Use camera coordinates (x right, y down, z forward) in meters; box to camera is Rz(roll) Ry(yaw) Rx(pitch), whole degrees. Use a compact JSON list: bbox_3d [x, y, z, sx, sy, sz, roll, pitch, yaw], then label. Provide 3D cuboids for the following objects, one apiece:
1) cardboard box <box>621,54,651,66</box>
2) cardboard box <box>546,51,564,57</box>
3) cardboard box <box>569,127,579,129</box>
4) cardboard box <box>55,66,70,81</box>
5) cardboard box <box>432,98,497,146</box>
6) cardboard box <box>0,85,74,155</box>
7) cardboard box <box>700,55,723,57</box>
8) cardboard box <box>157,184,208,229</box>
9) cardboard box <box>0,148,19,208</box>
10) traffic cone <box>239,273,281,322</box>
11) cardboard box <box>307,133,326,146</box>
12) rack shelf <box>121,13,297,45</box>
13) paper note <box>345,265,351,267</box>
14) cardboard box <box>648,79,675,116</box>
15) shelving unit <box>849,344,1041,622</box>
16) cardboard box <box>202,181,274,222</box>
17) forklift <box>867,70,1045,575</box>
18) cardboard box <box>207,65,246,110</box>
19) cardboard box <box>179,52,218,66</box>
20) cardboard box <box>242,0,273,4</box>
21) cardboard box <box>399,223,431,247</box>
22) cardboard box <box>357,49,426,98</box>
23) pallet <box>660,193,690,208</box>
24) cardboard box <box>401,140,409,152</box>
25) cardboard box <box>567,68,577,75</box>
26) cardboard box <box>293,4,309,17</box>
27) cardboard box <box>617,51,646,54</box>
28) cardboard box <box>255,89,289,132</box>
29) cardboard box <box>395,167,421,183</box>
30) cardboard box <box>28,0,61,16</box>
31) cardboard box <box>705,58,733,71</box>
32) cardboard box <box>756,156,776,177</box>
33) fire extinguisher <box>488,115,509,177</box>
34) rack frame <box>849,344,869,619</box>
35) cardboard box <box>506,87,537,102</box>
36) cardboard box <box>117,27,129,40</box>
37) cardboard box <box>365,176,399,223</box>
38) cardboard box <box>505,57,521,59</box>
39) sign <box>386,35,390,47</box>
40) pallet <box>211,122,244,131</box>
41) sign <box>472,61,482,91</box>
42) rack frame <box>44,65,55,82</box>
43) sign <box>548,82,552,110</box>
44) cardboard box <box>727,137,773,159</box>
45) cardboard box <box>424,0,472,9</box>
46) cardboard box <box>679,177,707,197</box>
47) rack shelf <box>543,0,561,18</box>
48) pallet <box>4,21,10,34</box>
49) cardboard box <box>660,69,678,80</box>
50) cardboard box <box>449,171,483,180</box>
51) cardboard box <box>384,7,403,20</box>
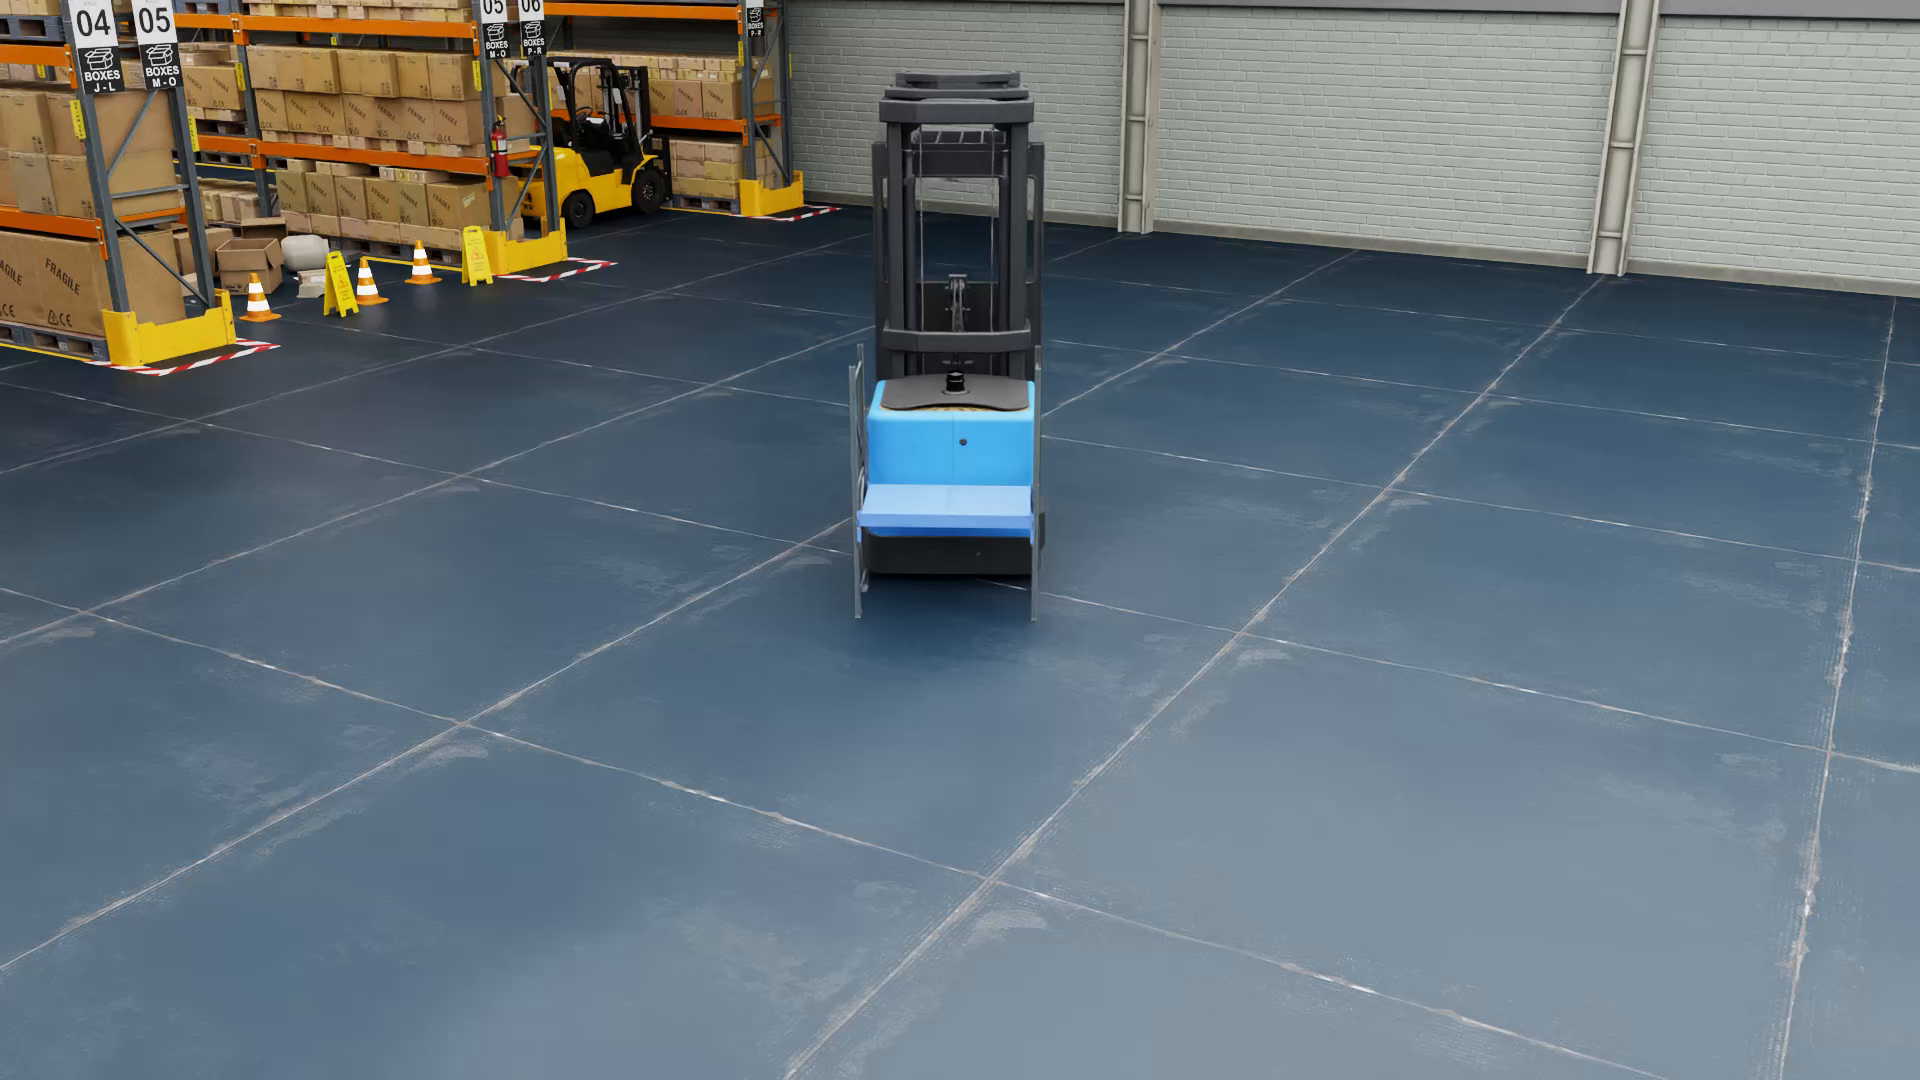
[{"bbox_3d":[-4.688,-6.951,24.095,0.250,0.149,0.380,11,23,28],"label":"cardboard box"},{"bbox_3d":[-6.077,-7.178,24.720,0.250,0.149,0.380,11,23,28],"label":"cardboard box"},{"bbox_3d":[-5.687,-6.178,25.448,0.500,0.250,0.500,11,23,28],"label":"cardboard box"},{"bbox_3d":[-11.840,-6.255,22.511,0.500,0.500,0.500,10,22,26],"label":"cardboard box"},{"bbox_3d":[-5.744,-4.879,19.334,0.500,0.500,0.500,10,22,26],"label":"cardboard box"},{"bbox_3d":[-8.292,-3.909,15.439,0.550,0.550,0.875,11,23,27],"label":"cardboard box"},{"bbox_3d":[-3.566,-6.912,23.988,0.250,0.149,0.380,11,23,28],"label":"cardboard box"},{"bbox_3d":[-9.470,-3.995,20.035,0.500,0.500,0.500,11,23,27],"label":"cardboard box"},{"bbox_3d":[-8.727,-3.528,15.972,0.550,0.550,0.875,11,23,27],"label":"cardboard box"},{"bbox_3d":[-7.233,-2.512,17.112,0.334,0.463,0.336,11,23,27],"label":"traffic cone"},{"bbox_3d":[-7.818,-4.970,20.536,0.250,0.149,0.380,12,23,29],"label":"cardboard box"},{"bbox_3d":[-10.374,-6.754,21.741,4.000,0.370,1.077,11,23,27],"label":"rack shelf"},{"bbox_3d":[-7.358,-3.268,19.830,0.148,0.019,0.142,3,20,9],"label":"paper note"},{"bbox_3d":[-4.172,-6.387,23.928,0.500,0.500,0.500,10,22,26],"label":"cardboard box"},{"bbox_3d":[-0.072,-0.328,9.552,1.048,1.500,0.538,1,21,2],"label":"shelving unit"},{"bbox_3d":[-9.717,-4.516,22.155,0.625,0.372,0.950,12,23,31],"label":"cardboard box"},{"bbox_3d":[-0.005,-1.619,11.030,1.130,2.935,3.031,0,20,1],"label":"forklift"},{"bbox_3d":[-9.144,-5.742,21.097,0.500,0.500,0.500,10,22,26],"label":"cardboard box"},{"bbox_3d":[-9.749,-6.159,21.295,0.250,0.149,0.380,10,22,26],"label":"cardboard box"},{"bbox_3d":[-8.378,-6.674,20.250,0.500,0.250,0.500,10,22,26],"label":"cardboard box"},{"bbox_3d":[-6.422,-3.732,20.170,0.500,0.250,0.500,11,23,27],"label":"cardboard box"},{"bbox_3d":[-6.622,-5.501,19.583,0.500,0.500,0.700,10,22,27],"label":"cardboard box"},{"bbox_3d":[-4.468,-5.169,24.806,1.213,0.211,1.003,11,23,27],"label":"pallet"},{"bbox_3d":[-6.450,-4.741,19.904,0.250,0.149,0.380,11,23,28],"label":"cardboard box"},{"bbox_3d":[-5.593,-6.971,24.585,0.250,0.149,0.380,11,23,27],"label":"cardboard box"},{"bbox_3d":[-7.805,-6.394,20.064,0.250,0.149,0.380,12,23,29],"label":"cardboard box"},{"bbox_3d":[-4.883,-7.190,24.753,0.250,0.149,0.380,10,22,26],"label":"cardboard box"},{"bbox_3d":[-8.380,-5.380,20.715,0.500,0.500,0.500,11,23,27],"label":"cardboard box"},{"bbox_3d":[-6.534,-4.386,19.922,0.250,0.149,0.380,11,23,28],"label":"cardboard box"},{"bbox_3d":[-7.918,-4.684,14.587,0.250,0.149,0.380,11,23,27],"label":"cardboard box"},{"bbox_3d":[-3.365,-6.683,23.355,0.250,0.149,0.380,11,23,27],"label":"cardboard box"},{"bbox_3d":[-3.028,-5.442,24.153,0.500,0.250,0.500,11,23,28],"label":"cardboard box"},{"bbox_3d":[-5.261,-4.491,18.962,0.183,0.674,0.296,11,23,27],"label":"fire extinguisher"},{"bbox_3d":[-0.580,-0.335,9.572,0.032,1.500,0.500,1,21,2],"label":"rack frame"},{"bbox_3d":[-6.778,-6.763,25.330,0.500,0.250,0.500,11,23,29],"label":"cardboard box"},{"bbox_3d":[-15.113,-8.840,29.520,0.500,0.500,0.500,11,23,29],"label":"cardboard box"},{"bbox_3d":[-6.857,-4.169,20.275,0.500,0.500,0.500,10,22,26],"label":"cardboard box"},{"bbox_3d":[-6.839,-7.404,25.779,0.250,0.149,0.380,11,23,27],"label":"cardboard box"},{"bbox_3d":[-9.435,-8.203,27.382,0.005,0.325,0.100,11,23,27],"label":"sign"},{"bbox_3d":[-10.372,-5.607,22.206,1.213,0.211,1.003,11,23,27],"label":"pallet"},{"bbox_3d":[-5.424,-5.215,18.681,0.005,0.325,0.100,11,23,27],"label":"sign"},{"bbox_3d":[-12.120,-6.014,23.047,0.127,3.000,1.000,11,23,27],"label":"rack frame"},{"bbox_3d":[-4.872,-5.253,19.677,0.005,0.325,0.100,11,23,27],"label":"sign"},{"bbox_3d":[-3.046,-5.673,24.057,0.500,0.250,0.500,10,22,26],"label":"cardboard box"},{"bbox_3d":[-5.714,-6.168,18.856,0.500,0.250,0.500,10,22,27],"label":"cardboard box"},{"bbox_3d":[-3.713,-5.137,24.044,0.500,0.250,0.500,11,23,27],"label":"cardboard box"},{"bbox_3d":[-7.957,-8.232,25.816,4.000,0.370,1.077,11,23,27],"label":"rack shelf"},{"bbox_3d":[-9.184,-4.885,15.664,1.213,0.211,1.003,11,23,27],"label":"pallet"},{"bbox_3d":[-4.059,-6.659,23.724,0.250,0.149,0.380,10,22,26],"label":"cardboard box"},{"bbox_3d":[-6.185,-4.247,20.492,0.500,0.500,0.500,10,22,25],"label":"cardboard box"},{"bbox_3d":[-6.462,-6.127,19.328,0.250,0.149,0.380,11,22,27],"label":"cardboard box"}]
